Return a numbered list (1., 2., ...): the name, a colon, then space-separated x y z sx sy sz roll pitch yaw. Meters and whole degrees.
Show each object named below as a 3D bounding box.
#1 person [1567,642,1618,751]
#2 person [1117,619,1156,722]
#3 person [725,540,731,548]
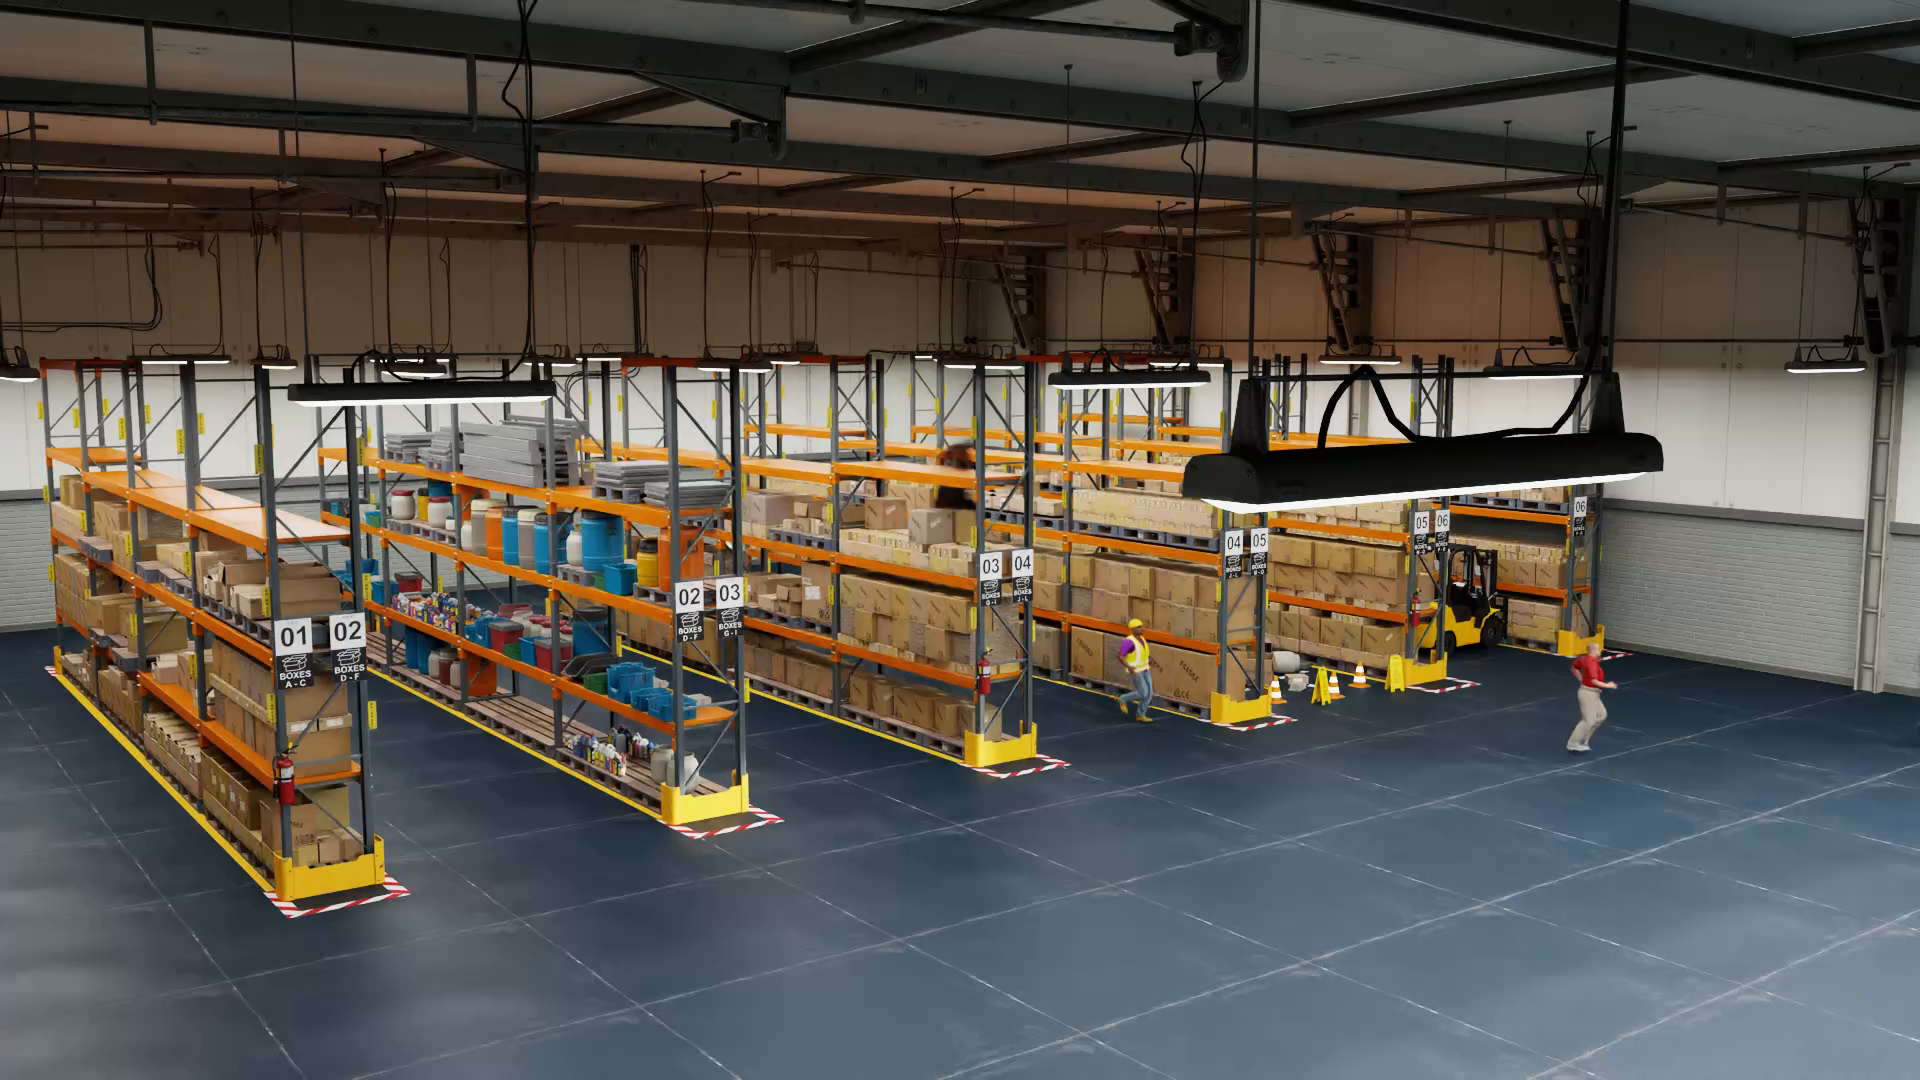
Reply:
1. person: 9.724 2.435 25.572 0.702 1.760 0.693 1 7 12
2. person: 2.948 2.163 27.653 0.605 1.706 0.689 6 9 40
3. person: -5.941 0.579 41.389 0.739 1.647 0.530 6 9 41
